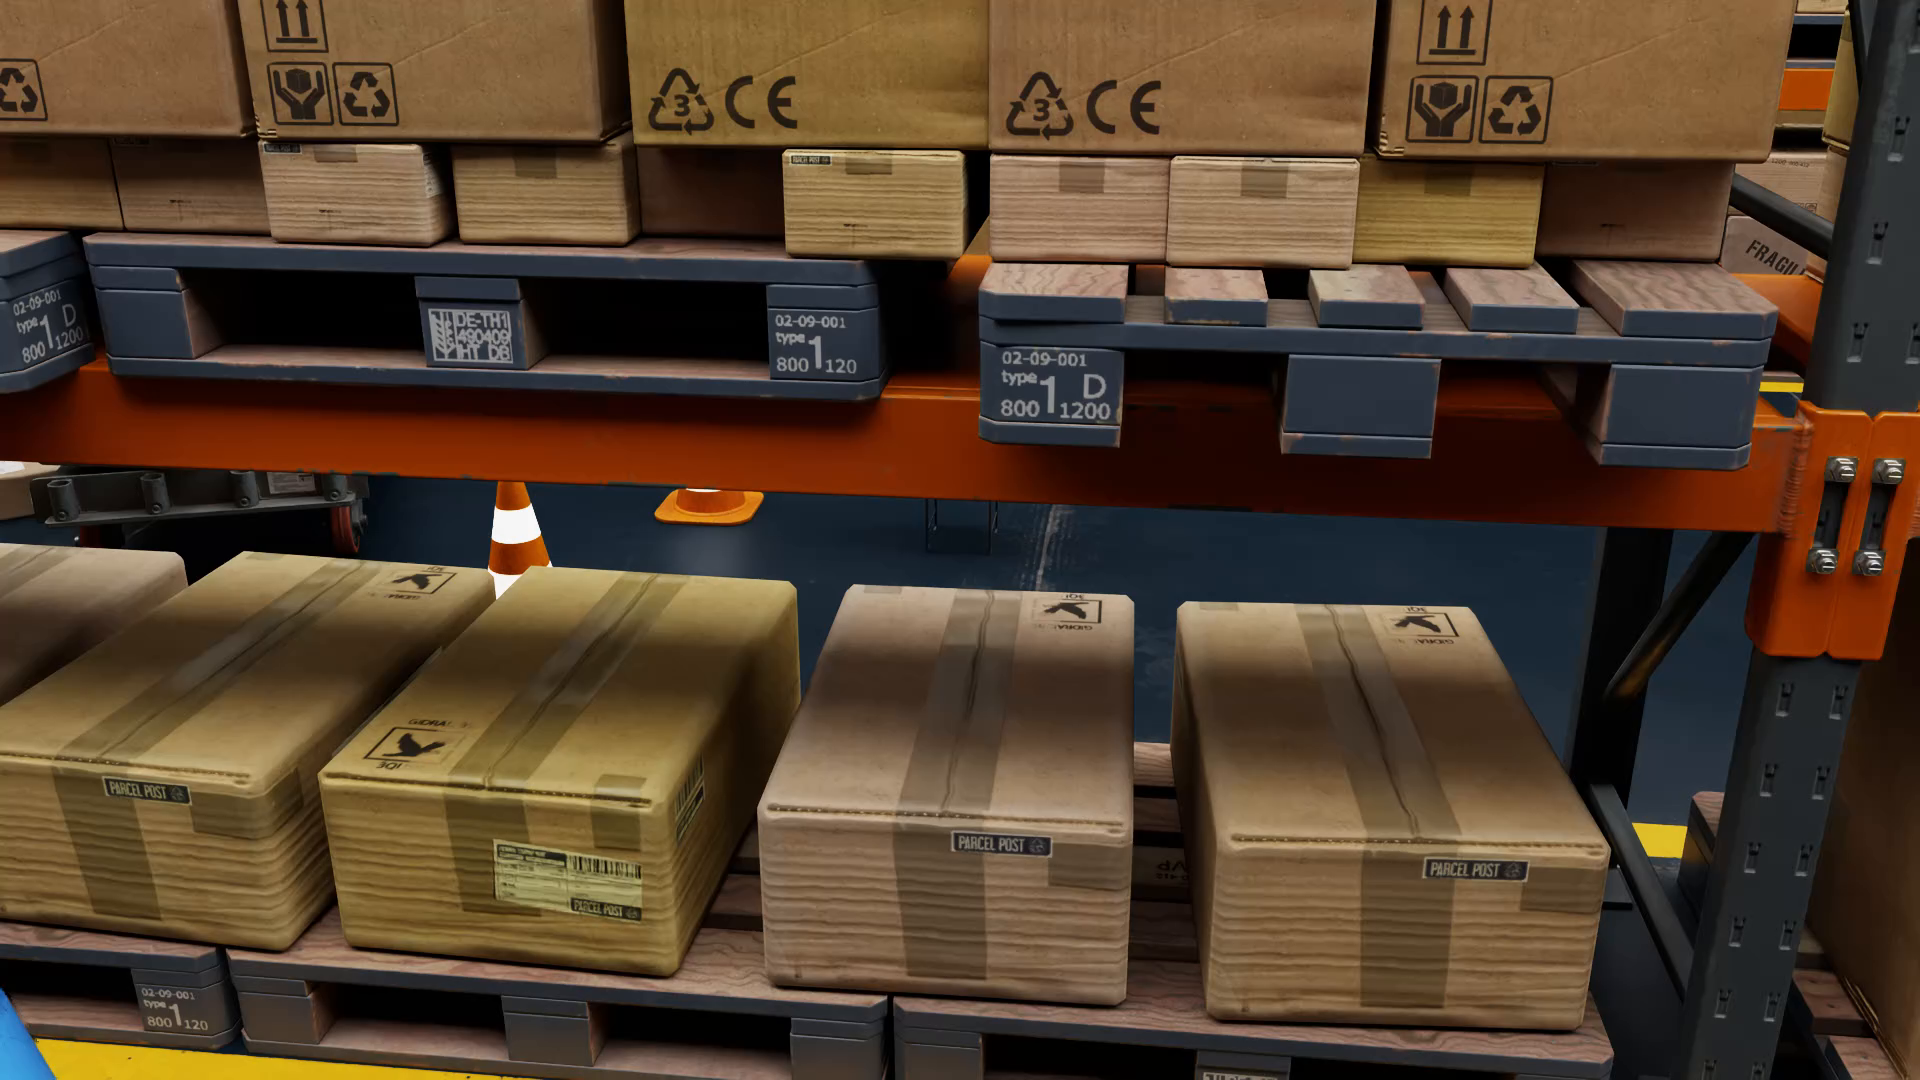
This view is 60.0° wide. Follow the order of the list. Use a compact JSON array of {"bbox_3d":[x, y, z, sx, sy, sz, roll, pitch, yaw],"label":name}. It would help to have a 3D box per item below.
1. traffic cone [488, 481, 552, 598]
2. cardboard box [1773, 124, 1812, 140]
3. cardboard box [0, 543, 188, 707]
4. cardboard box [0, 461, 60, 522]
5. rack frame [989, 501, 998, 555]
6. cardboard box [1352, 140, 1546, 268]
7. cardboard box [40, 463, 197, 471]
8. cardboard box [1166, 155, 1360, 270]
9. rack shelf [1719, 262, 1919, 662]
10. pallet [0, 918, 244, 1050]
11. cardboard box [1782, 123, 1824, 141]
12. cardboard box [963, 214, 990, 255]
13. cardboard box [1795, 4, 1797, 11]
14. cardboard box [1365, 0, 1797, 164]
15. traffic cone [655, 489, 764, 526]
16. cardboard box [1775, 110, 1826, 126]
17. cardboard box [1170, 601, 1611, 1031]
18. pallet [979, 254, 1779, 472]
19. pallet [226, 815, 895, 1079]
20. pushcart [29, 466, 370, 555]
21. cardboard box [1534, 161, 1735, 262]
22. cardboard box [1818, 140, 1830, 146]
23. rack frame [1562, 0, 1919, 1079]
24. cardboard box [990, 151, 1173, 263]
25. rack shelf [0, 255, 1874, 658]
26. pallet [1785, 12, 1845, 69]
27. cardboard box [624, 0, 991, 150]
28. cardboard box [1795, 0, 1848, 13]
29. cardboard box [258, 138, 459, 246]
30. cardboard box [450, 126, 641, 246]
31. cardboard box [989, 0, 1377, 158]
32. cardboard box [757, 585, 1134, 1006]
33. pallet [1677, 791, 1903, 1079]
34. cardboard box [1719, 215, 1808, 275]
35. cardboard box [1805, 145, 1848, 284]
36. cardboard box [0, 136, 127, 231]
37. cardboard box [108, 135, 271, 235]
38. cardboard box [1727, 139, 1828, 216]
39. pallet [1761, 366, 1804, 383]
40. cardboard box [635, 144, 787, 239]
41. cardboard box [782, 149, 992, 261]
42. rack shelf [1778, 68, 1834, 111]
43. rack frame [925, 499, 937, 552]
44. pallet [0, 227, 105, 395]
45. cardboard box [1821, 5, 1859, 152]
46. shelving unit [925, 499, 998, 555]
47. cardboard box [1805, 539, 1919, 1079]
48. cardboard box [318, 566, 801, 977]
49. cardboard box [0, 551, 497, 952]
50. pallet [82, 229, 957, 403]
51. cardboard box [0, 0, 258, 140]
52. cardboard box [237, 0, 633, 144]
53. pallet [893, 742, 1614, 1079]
[{"bbox_3d":[-1.265,0.027,4.741,0.334,0.463,0.336,2,22,6],"label":"traffic cone"},{"bbox_3d":[3.509,-1.736,7.559,0.500,0.250,0.500,3,22,8],"label":"cardboard box"},{"bbox_3d":[-2.140,0.354,3.469,0.625,0.372,0.950,3,22,7],"label":"cardboard box"},{"bbox_3d":[-3.218,-0.242,5.692,0.396,0.266,0.258,-14,25,-31],"label":"cardboard box"},{"bbox_3d":[0.109,-0.414,5.262,0.006,0.900,0.240,2,22,6],"label":"rack frame"},{"bbox_3d":[0.683,-0.514,2.430,0.250,0.149,0.380,3,22,7],"label":"cardboard box"},{"bbox_3d":[-2.481,-0.536,5.085,0.500,0.500,0.500,2,22,6],"label":"cardboard box"},{"bbox_3d":[0.428,-0.508,2.416,0.250,0.149,0.380,2,22,6],"label":"cardboard box"},{"bbox_3d":[3.297,-0.101,2.594,4.000,0.370,1.077,2,22,6],"label":"rack shelf"},{"bbox_3d":[-1.888,0.635,3.547,1.213,0.211,1.003,2,22,6],"label":"pallet"},{"bbox_3d":[4.028,-1.716,7.510,0.500,0.250,0.500,3,22,8],"label":"cardboard box"},{"bbox_3d":[0.331,-1.578,7.841,0.750,0.750,1.050,3,22,7],"label":"cardboard box"},{"bbox_3d":[3.281,-2.274,6.883,0.250,0.149,0.380,3,22,8],"label":"cardboard box"},{"bbox_3d":[0.827,-0.820,2.323,0.500,0.500,0.500,2,22,5],"label":"cardboard box"},{"bbox_3d":[-0.859,-0.325,5.633,0.334,0.463,0.336,2,22,6],"label":"traffic cone"},{"bbox_3d":[5.812,-3.195,11.759,0.875,0.875,1.225,3,22,6],"label":"cardboard box"},{"bbox_3d":[0.751,0.477,3.157,0.625,0.372,0.950,1,22,3],"label":"cardboard box"},{"bbox_3d":[0.591,-0.425,2.695,1.003,0.211,1.213,2,22,6],"label":"pallet"},{"bbox_3d":[-0.673,0.687,3.416,1.213,0.211,1.003,2,22,6],"label":"pallet"},{"bbox_3d":[-2.442,-0.310,5.711,0.936,0.377,1.648,-5,22,-12],"label":"pushcart"},{"bbox_3d":[0.958,-0.529,2.468,0.250,0.149,0.380,3,22,8],"label":"cardboard box"},{"bbox_3d":[3.961,-1.527,7.031,0.500,0.250,0.500,2,22,4],"label":"cardboard box"},{"bbox_3d":[1.311,-0.522,2.680,0.127,3.000,1.000,2,22,6],"label":"rack frame"},{"bbox_3d":[0.179,-0.522,2.451,0.250,0.149,0.380,1,22,4],"label":"cardboard box"},{"bbox_3d":[-0.675,-0.274,3.031,4.000,0.370,1.077,2,22,6],"label":"rack shelf"},{"bbox_3d":[3.764,-2.174,7.119,1.213,0.211,1.003,2,22,6],"label":"pallet"},{"bbox_3d":[-0.189,-0.860,2.423,0.500,0.500,0.500,1,22,3],"label":"cardboard box"},{"bbox_3d":[3.531,-2.262,6.853,0.250,0.149,0.380,3,22,7],"label":"cardboard box"},{"bbox_3d":[-0.858,-0.568,2.566,0.250,0.149,0.380,3,22,8],"label":"cardboard box"},{"bbox_3d":[-0.590,-0.567,2.564,0.250,0.149,0.380,2,22,5],"label":"cardboard box"},{"bbox_3d":[0.312,-0.839,2.369,0.500,0.500,0.500,2,22,5],"label":"cardboard box"},{"bbox_3d":[0.017,0.448,3.230,0.625,0.372,0.950,2,22,5],"label":"cardboard box"},{"bbox_3d":[2.085,0.836,3.037,1.213,0.211,1.003,2,22,6],"label":"pallet"},{"bbox_3d":[3.476,-1.202,7.228,0.500,0.500,0.500,2,22,5],"label":"cardboard box"},{"bbox_3d":[1.844,-0.525,2.892,0.500,0.250,0.500,2,22,4],"label":"cardboard box"},{"bbox_3d":[-1.362,-0.609,2.672,0.250,0.149,0.380,3,22,7],"label":"cardboard box"},{"bbox_3d":[-1.116,-0.598,2.643,0.250,0.149,0.380,3,22,7],"label":"cardboard box"},{"bbox_3d":[3.443,-1.549,7.087,0.500,0.250,0.500,3,22,7],"label":"cardboard box"},{"bbox_3d":[3.777,-0.949,7.553,1.213,0.211,1.003,2,22,6],"label":"pallet"},{"bbox_3d":[-0.331,-0.586,2.612,0.250,0.149,0.380,3,22,7],"label":"cardboard box"},{"bbox_3d":[-0.096,-0.529,2.469,0.250,0.149,0.380,3,22,7],"label":"cardboard box"},{"bbox_3d":[3.779,-1.912,7.176,4.000,0.370,1.077,2,22,6],"label":"rack shelf"},{"bbox_3d":[-0.093,-0.423,5.285,0.006,0.900,0.240,2,22,6],"label":"rack frame"},{"bbox_3d":[-1.919,-0.520,2.935,1.213,0.211,1.003,2,22,6],"label":"pallet"},{"bbox_3d":[1.822,-0.756,2.797,0.500,0.250,0.500,2,22,6],"label":"cardboard box"},{"bbox_3d":[0.008,-0.418,5.273,0.210,0.900,0.258,2,22,6],"label":"shelving unit"},{"bbox_3d":[1.987,0.331,2.841,0.875,0.875,0.875,2,22,6],"label":"cardboard box"},{"bbox_3d":[-0.735,0.413,3.319,0.625,0.372,0.950,3,22,8],"label":"cardboard box"},{"bbox_3d":[-1.426,0.383,3.393,0.625,0.372,0.950,4,22,10],"label":"cardboard box"},{"bbox_3d":[-0.660,-0.503,2.894,1.213,0.211,1.003,2,22,6],"label":"pallet"},{"bbox_3d":[-1.242,-0.902,2.530,0.500,0.500,0.500,2,22,6],"label":"cardboard box"},{"bbox_3d":[-0.731,-0.884,2.484,0.500,0.500,0.500,2,22,4],"label":"cardboard box"},{"bbox_3d":[0.535,0.740,3.280,1.213,0.211,1.003,2,22,6],"label":"pallet"}]
